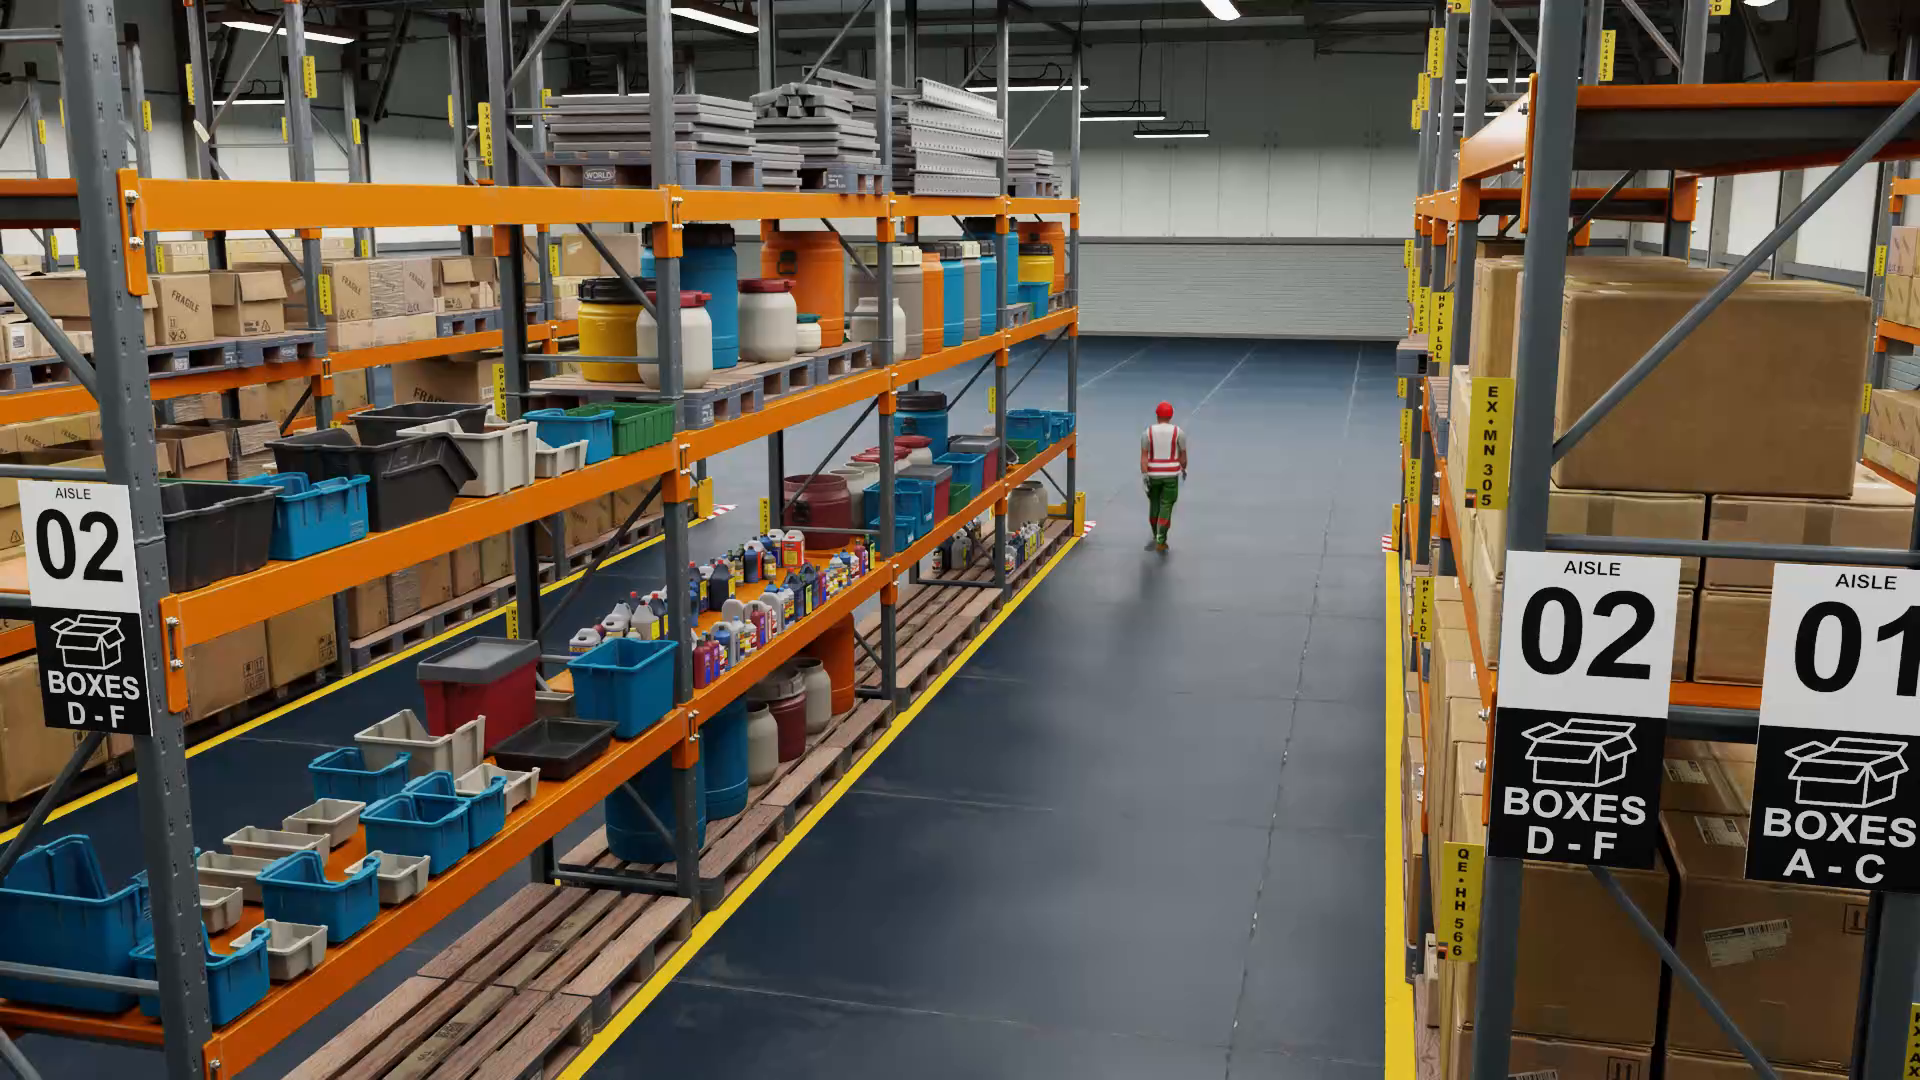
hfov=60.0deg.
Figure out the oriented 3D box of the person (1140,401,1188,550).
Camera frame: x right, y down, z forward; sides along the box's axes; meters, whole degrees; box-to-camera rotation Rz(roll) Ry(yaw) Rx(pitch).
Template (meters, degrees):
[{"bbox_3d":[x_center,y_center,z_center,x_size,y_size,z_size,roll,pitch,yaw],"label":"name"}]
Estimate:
[{"bbox_3d":[2.447,-0.806,19.833,0.528,1.728,1.017,3,12,16],"label":"person"}]
